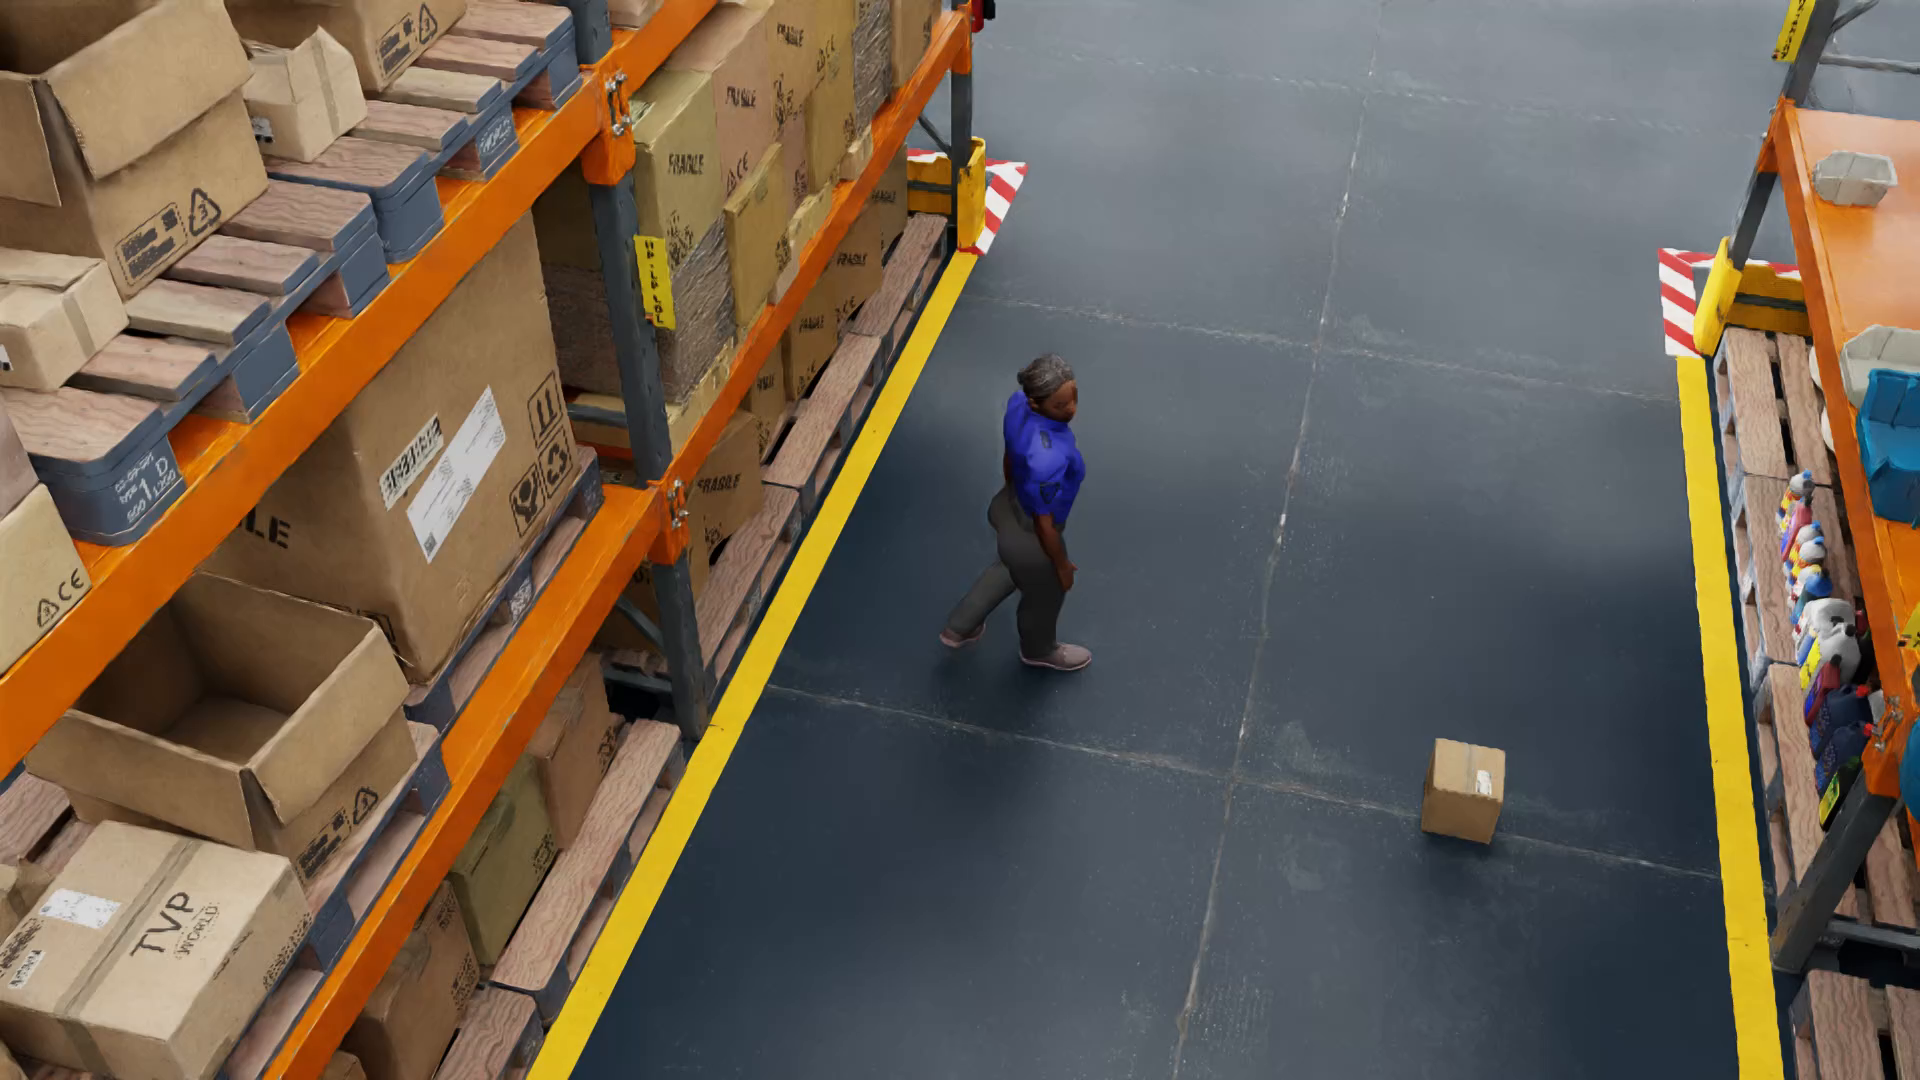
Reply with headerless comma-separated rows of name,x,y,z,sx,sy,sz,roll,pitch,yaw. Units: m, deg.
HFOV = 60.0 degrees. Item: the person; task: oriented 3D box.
person,0.242,-0.050,6.235,0.627,1.643,0.578,-8,42,-8
